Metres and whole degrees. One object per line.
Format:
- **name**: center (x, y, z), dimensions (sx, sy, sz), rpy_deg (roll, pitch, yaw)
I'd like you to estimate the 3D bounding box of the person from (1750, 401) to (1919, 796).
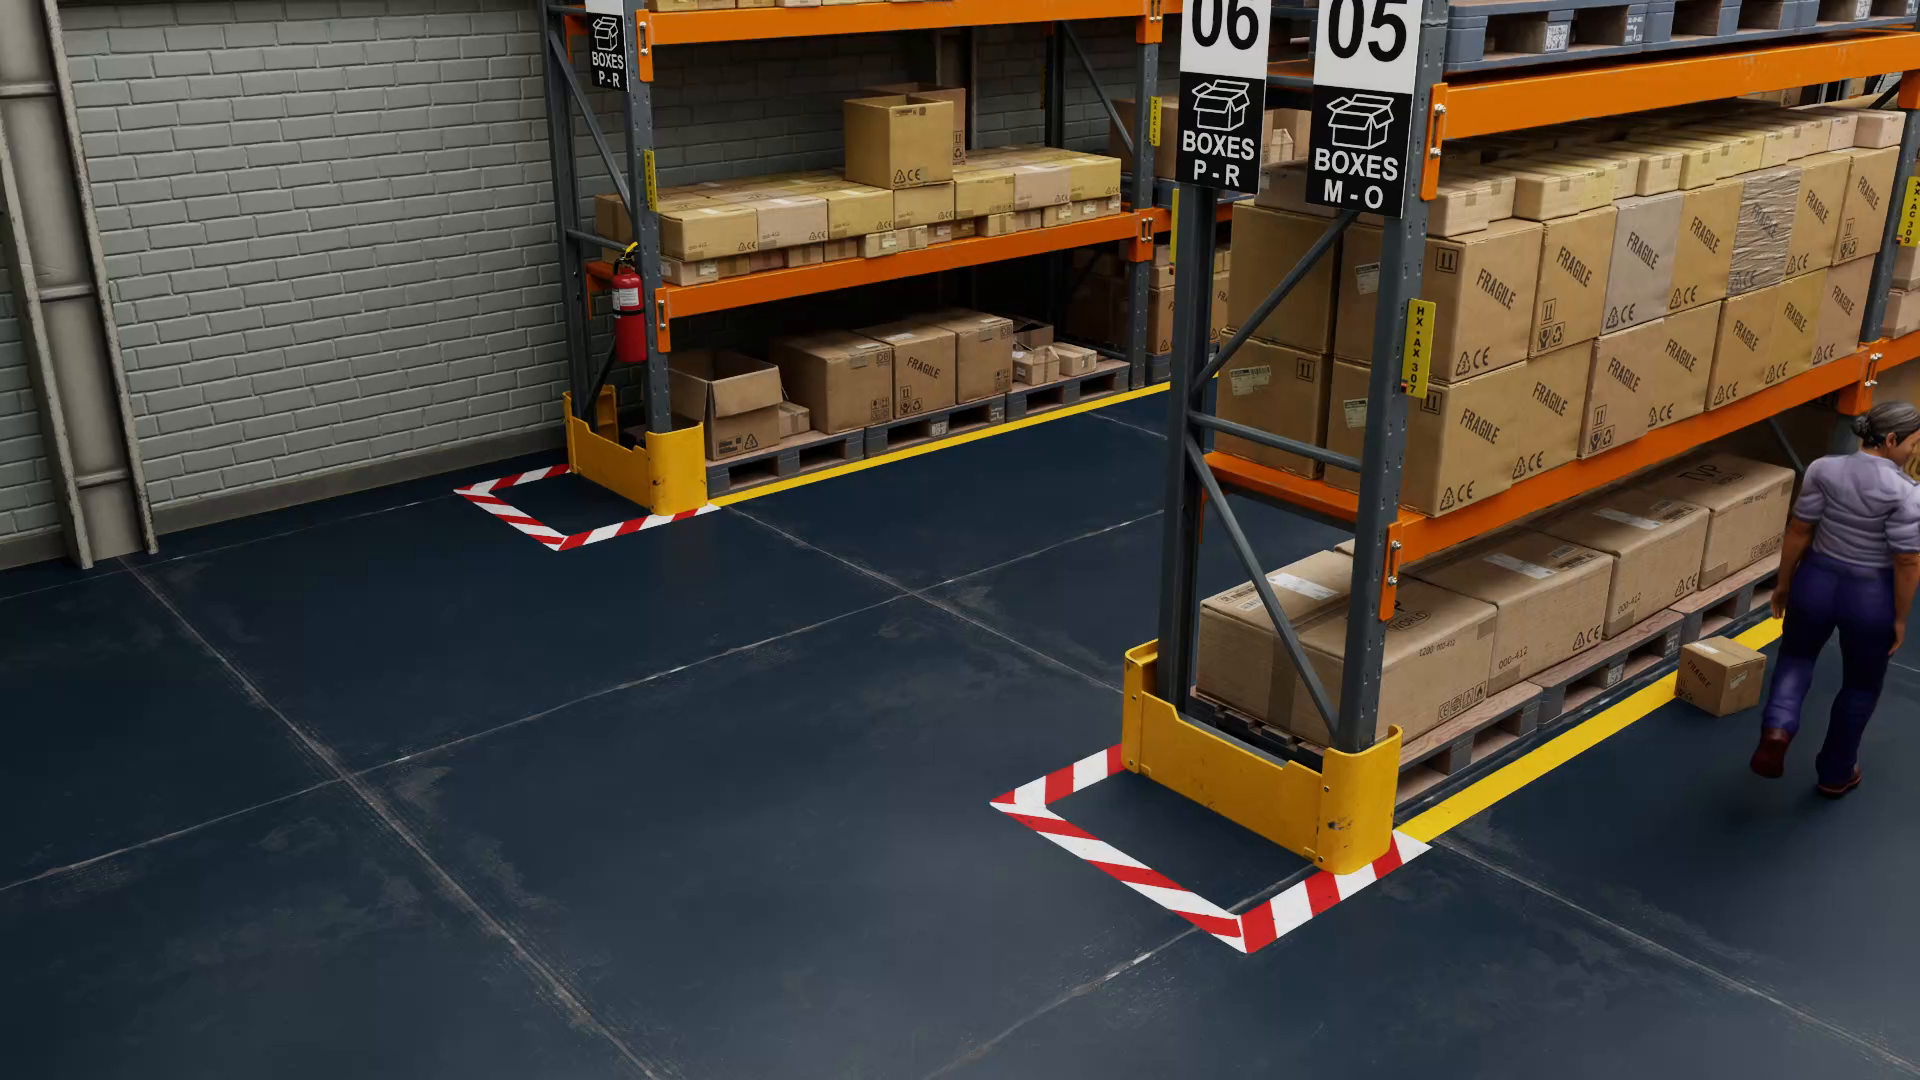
- **person**: center (3.423, 0.241, 6.440), dimensions (0.586, 1.635, 0.508), rpy_deg (-18, 28, -39)
